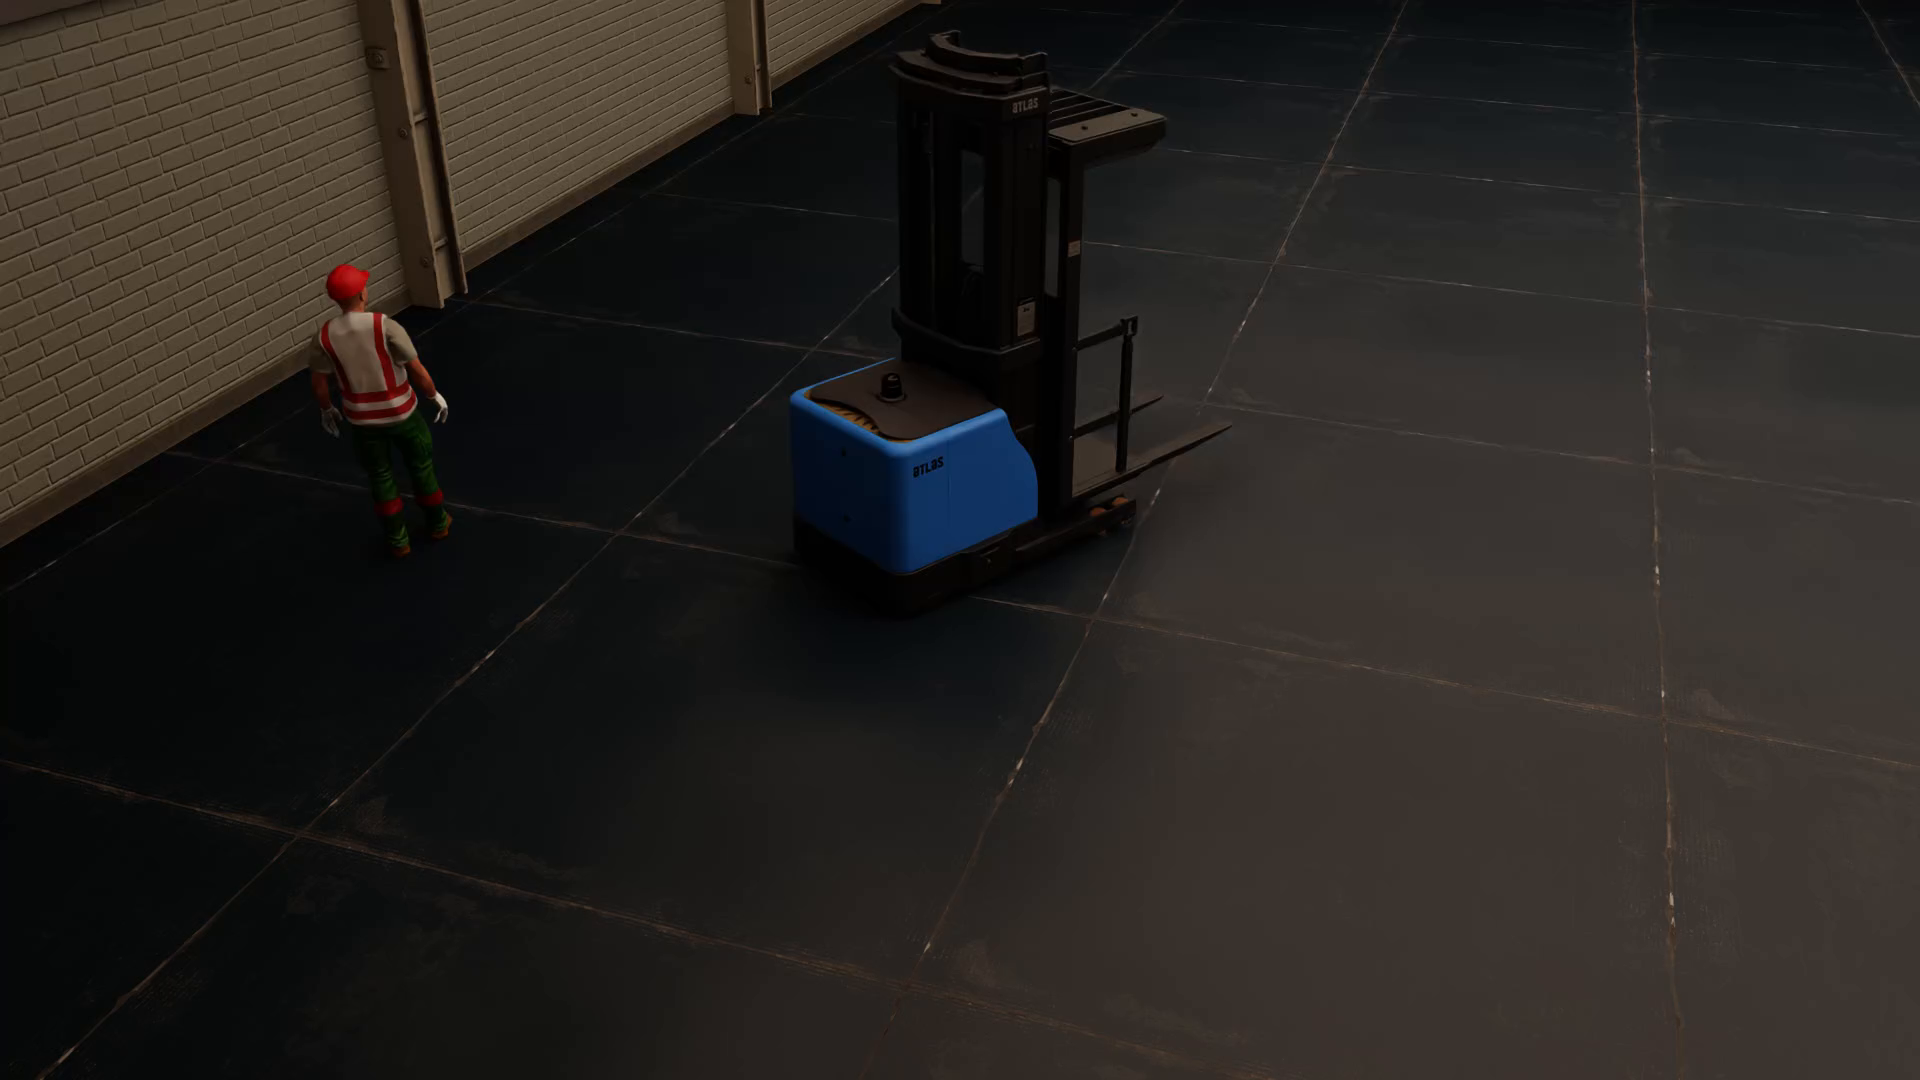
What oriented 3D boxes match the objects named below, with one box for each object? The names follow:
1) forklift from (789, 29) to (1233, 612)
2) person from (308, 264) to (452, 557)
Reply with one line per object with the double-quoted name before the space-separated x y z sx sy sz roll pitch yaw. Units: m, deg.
"forklift" 0.452 -1.479 9.731 3.031 2.935 1.130 -24 37 -35
"person" -3.338 -0.776 9.653 0.713 1.789 0.535 -5 30 -9
